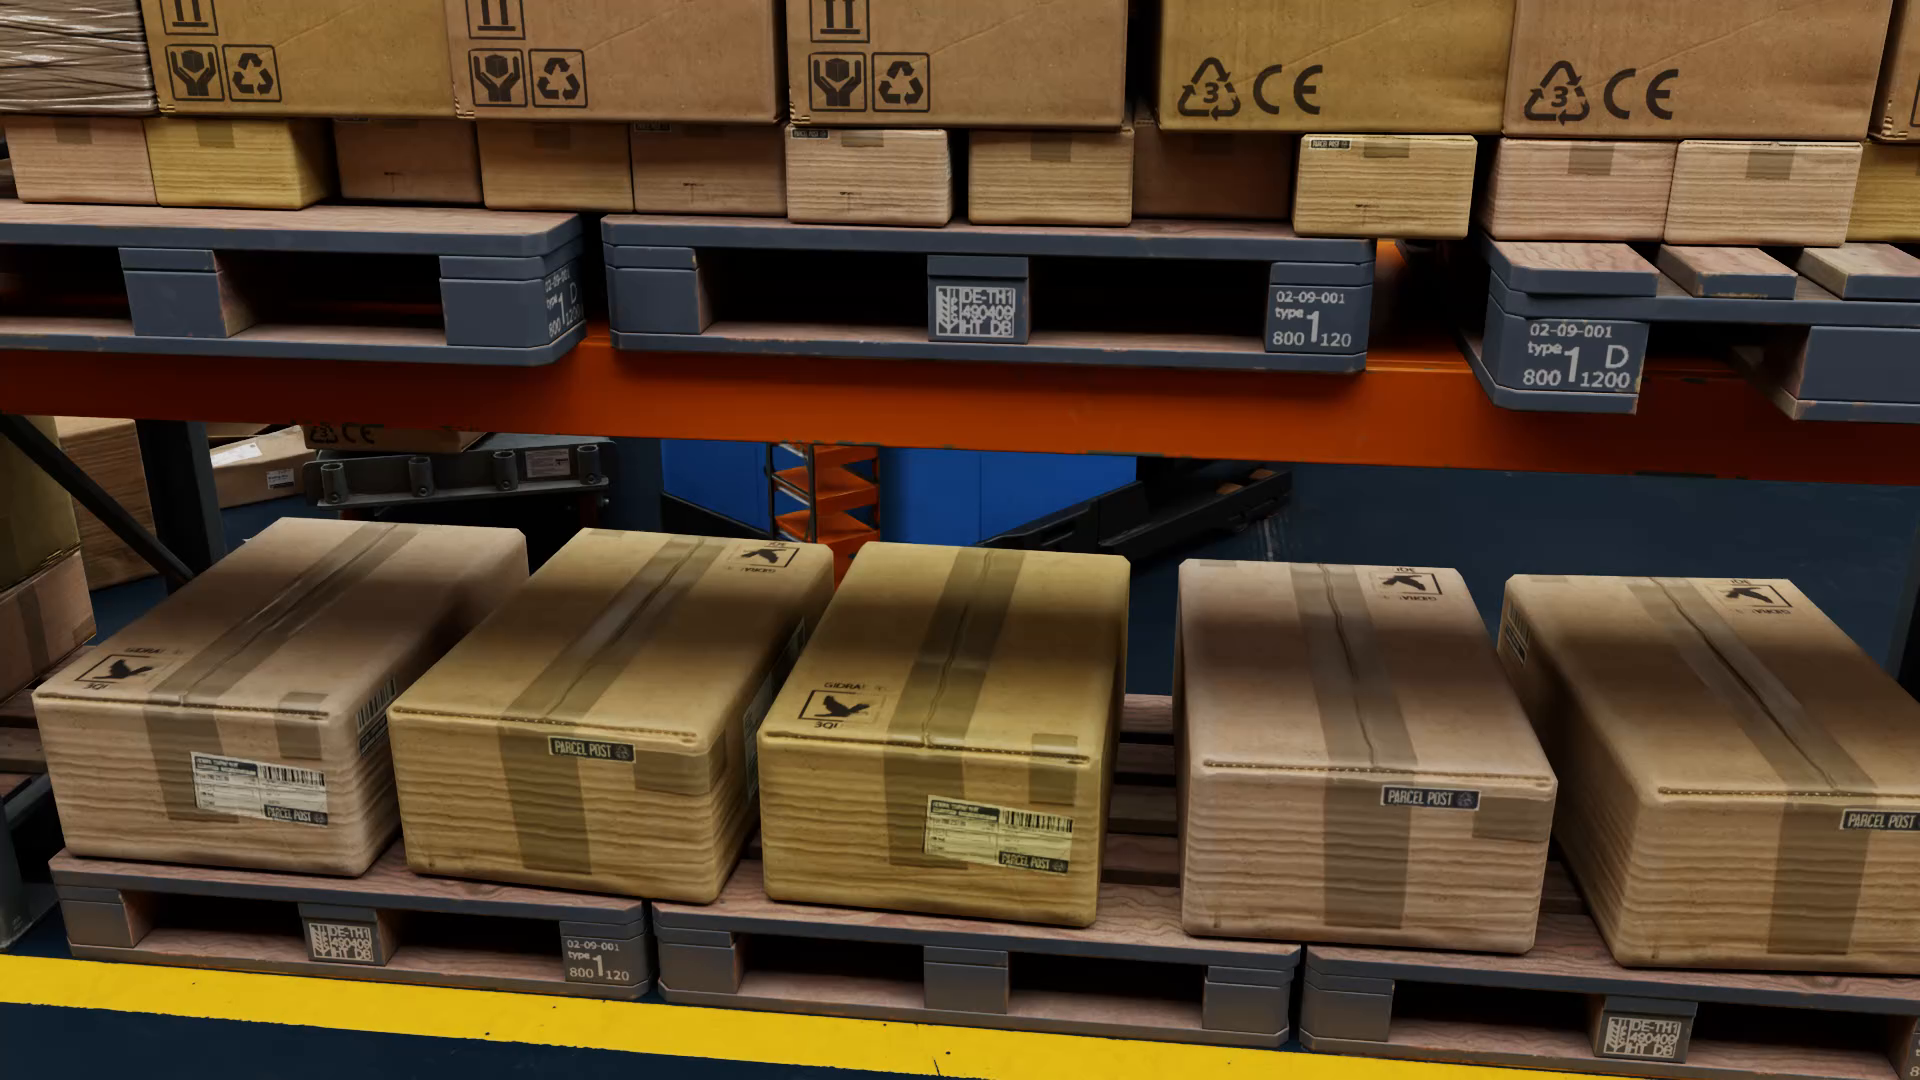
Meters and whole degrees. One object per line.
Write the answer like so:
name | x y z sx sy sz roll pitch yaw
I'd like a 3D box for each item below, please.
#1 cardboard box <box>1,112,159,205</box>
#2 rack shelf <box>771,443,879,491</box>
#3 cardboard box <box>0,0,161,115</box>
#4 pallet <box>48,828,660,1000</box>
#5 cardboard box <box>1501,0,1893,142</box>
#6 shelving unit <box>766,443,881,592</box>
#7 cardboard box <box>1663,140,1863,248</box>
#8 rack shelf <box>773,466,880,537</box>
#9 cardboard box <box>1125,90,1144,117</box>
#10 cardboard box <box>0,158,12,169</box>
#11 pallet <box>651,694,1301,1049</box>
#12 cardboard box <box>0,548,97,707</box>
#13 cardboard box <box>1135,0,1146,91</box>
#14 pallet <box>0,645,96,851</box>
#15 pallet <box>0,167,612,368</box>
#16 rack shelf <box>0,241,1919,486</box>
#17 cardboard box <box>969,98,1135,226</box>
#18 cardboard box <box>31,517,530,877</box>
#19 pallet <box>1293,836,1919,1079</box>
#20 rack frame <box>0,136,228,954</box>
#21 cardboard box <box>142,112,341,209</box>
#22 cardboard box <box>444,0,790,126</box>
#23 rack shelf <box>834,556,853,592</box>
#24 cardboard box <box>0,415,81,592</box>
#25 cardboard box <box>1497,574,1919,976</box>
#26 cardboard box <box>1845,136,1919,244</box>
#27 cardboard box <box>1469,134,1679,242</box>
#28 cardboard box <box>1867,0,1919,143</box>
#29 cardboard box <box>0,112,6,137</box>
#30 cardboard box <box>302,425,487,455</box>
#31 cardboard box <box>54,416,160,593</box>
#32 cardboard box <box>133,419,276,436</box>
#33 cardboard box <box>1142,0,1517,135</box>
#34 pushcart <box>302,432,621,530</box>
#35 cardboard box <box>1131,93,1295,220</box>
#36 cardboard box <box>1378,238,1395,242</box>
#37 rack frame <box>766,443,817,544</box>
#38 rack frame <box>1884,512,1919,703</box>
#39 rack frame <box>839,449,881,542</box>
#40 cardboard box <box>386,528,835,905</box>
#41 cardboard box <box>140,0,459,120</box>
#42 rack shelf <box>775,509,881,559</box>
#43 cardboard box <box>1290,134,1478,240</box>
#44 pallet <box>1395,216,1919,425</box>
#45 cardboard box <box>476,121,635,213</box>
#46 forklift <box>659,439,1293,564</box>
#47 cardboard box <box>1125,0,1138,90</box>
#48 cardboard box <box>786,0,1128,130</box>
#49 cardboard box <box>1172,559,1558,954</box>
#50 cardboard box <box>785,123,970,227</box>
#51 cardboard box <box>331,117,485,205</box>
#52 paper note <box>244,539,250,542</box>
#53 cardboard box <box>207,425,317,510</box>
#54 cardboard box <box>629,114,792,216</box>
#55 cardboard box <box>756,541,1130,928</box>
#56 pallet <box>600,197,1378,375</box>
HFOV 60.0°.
cardboard box | -1.406 -0.689 2.873 0.250 0.149 0.380 3 22 7
rack shelf | -0.346 -0.222 4.165 0.180 0.103 0.258 -14 26 -32
cardboard box | -1.486 -1.005 2.789 0.500 0.500 0.500 3 22 8
pallet | -1.144 0.580 3.685 1.213 0.211 1.003 2 22 6
cardboard box | 1.056 -0.893 2.507 0.500 0.500 0.500 2 22 5
shelving unit | -0.346 -0.152 4.193 0.189 1.200 0.258 -14 26 -32
cardboard box | 1.171 -0.563 2.554 0.250 0.149 0.380 2 22 6
rack shelf | -0.346 -0.111 4.209 0.180 0.103 0.258 -14 26 -32
cardboard box | 0.406 -0.789 3.127 0.250 0.149 0.380 3 22 8
cardboard box | -2.193 -0.763 3.633 0.250 0.149 0.380 2 22 6
pallet | 0.071 0.632 3.553 1.213 0.211 1.003 2 22 6
cardboard box | -2.472 0.210 3.998 0.500 0.250 0.500 2 22 4
cardboard box | 0.589 -1.101 3.033 0.500 0.500 0.500 3 22 7
pallet | -2.589 0.531 3.809 1.213 0.211 1.003 2 22 6
pallet | -1.176 -0.574 3.073 1.213 0.211 1.003 2 22 6
rack shelf | 0.069 -0.328 3.169 4.000 0.370 1.077 2 22 6
cardboard box | 0.153 -0.621 2.702 0.250 0.149 0.380 2 22 5
cardboard box | -1.396 0.299 3.607 0.625 0.372 0.950 3 22 7
pallet | 1.279 0.686 3.418 1.213 0.211 1.003 2 22 6
rack frame | -1.918 -0.750 3.256 0.127 3.000 1.000 2 22 6
cardboard box | -1.159 -0.675 2.837 0.250 0.149 0.380 3 22 7
cardboard box | -0.499 -0.957 2.668 0.500 0.500 0.500 2 22 6
rack shelf | -0.346 0.112 4.297 0.180 0.103 0.258 -14 26 -32
cardboard box | -2.472 -0.139 3.860 0.500 0.500 0.500 4 22 9
cardboard box | 1.495 0.422 3.295 0.625 0.372 0.950 1 22 3
cardboard box | 1.427 -0.568 2.568 0.250 0.149 0.380 3 22 7
cardboard box | 0.922 -0.577 2.589 0.250 0.149 0.380 1 22 4
cardboard box | 1.570 -0.875 2.461 0.500 0.500 0.500 2 22 5
cardboard box | -2.322 -1.055 3.488 0.500 0.500 0.500 2 22 6
cardboard box | -1.738 -0.590 5.223 0.500 0.500 0.500 2 22 6
cardboard box | -2.822 -0.131 5.089 0.500 0.500 0.500 -19 28 -40
cardboard box | -2.918 -0.636 6.179 0.503 0.637 0.797 2 22 6
cardboard box | 0.554 -0.915 2.561 0.500 0.500 0.500 1 22 3
pushcart | -1.699 -0.365 5.849 0.936 0.377 1.648 -5 22 -12
cardboard box | 0.412 -0.640 2.750 0.250 0.149 0.380 3 22 7
cardboard box | 1.943 -1.596 7.887 0.750 0.750 1.050 2 22 6
rack frame | -0.422 -0.133 4.145 0.006 1.200 0.240 -14 26 -32
rack frame | 2.055 -0.576 2.818 0.127 3.000 1.000 2 22 6
rack frame | -0.270 -0.171 4.241 0.006 1.200 0.240 -14 26 -32
cardboard box | -0.682 0.329 3.531 0.625 0.372 0.950 4 22 10
cardboard box | -0.988 -0.983 2.735 0.500 0.500 0.500 3 22 6
rack shelf | -0.346 0.001 4.253 0.180 0.103 0.258 -14 26 -32
cardboard box | 0.647 -0.584 2.606 0.250 0.149 0.380 3 22 7
pallet | 1.334 -0.479 2.833 1.003 0.211 1.213 2 22 6
cardboard box | -0.618 -0.664 2.810 0.250 0.149 0.380 3 22 7
forklift | 0.479 -1.502 5.252 1.130 2.935 3.031 19 29 40
cardboard box | 0.093 -1.126 3.095 0.500 0.500 0.500 2 22 4
cardboard box | 0.012 -0.939 2.622 0.500 0.500 0.500 2 22 4
cardboard box | 0.761 0.393 3.368 0.625 0.372 0.950 2 22 5
cardboard box | -0.115 -0.622 2.704 0.250 0.149 0.380 3 22 8
cardboard box | -0.869 -0.690 2.877 0.250 0.149 0.380 4 22 10
paper note | -2.243 -0.015 5.435 0.142 0.019 0.148 2 22 6
cardboard box | -2.474 -0.297 5.830 0.396 0.266 0.258 -14 25 -31
cardboard box | -0.373 -0.653 2.781 0.250 0.149 0.380 3 22 7
cardboard box | 0.009 0.358 3.457 0.625 0.372 0.950 3 22 8
pallet | 0.084 -0.558 3.032 1.213 0.211 1.003 2 22 6
